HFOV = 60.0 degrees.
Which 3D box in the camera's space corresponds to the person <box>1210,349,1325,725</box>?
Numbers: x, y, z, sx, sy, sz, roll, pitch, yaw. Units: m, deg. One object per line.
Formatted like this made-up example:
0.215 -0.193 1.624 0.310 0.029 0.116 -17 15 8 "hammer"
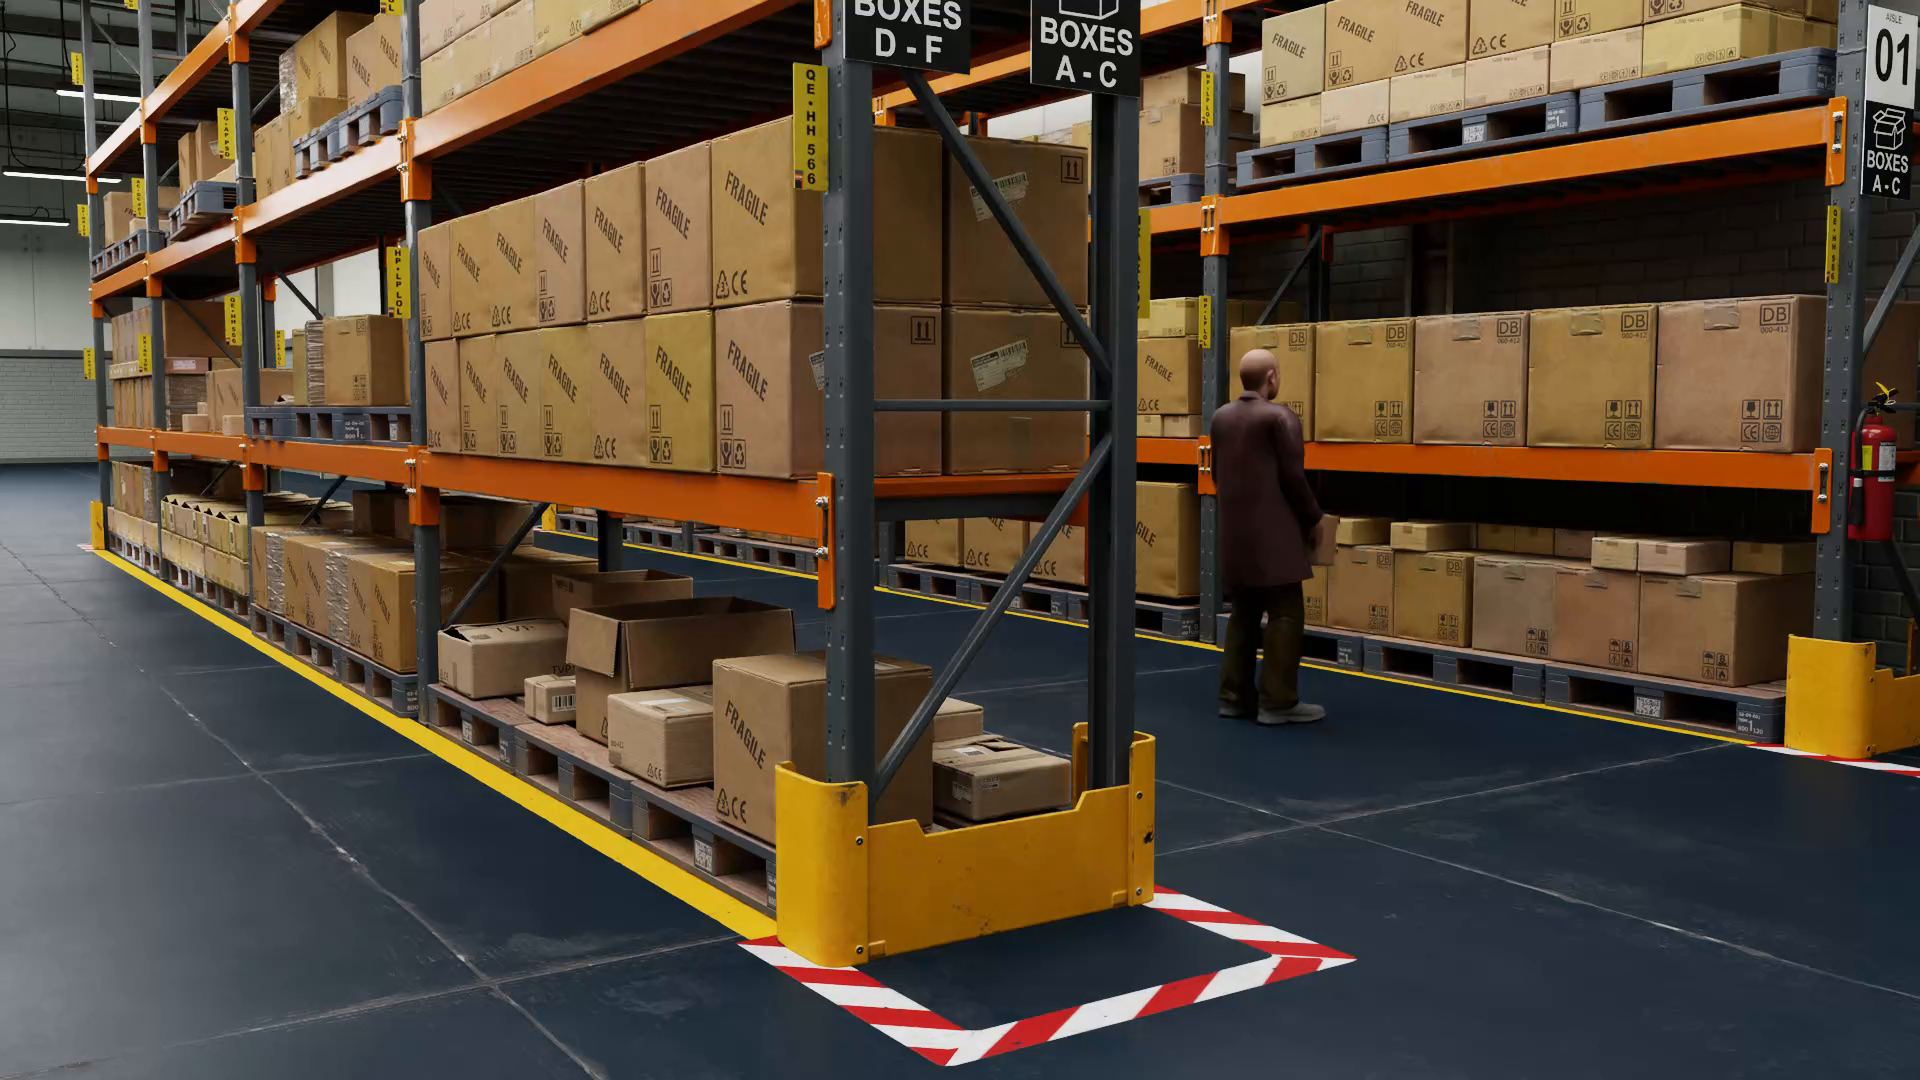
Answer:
1.487 -0.027 8.044 0.467 1.782 0.575 -3 6 -35 "person"
